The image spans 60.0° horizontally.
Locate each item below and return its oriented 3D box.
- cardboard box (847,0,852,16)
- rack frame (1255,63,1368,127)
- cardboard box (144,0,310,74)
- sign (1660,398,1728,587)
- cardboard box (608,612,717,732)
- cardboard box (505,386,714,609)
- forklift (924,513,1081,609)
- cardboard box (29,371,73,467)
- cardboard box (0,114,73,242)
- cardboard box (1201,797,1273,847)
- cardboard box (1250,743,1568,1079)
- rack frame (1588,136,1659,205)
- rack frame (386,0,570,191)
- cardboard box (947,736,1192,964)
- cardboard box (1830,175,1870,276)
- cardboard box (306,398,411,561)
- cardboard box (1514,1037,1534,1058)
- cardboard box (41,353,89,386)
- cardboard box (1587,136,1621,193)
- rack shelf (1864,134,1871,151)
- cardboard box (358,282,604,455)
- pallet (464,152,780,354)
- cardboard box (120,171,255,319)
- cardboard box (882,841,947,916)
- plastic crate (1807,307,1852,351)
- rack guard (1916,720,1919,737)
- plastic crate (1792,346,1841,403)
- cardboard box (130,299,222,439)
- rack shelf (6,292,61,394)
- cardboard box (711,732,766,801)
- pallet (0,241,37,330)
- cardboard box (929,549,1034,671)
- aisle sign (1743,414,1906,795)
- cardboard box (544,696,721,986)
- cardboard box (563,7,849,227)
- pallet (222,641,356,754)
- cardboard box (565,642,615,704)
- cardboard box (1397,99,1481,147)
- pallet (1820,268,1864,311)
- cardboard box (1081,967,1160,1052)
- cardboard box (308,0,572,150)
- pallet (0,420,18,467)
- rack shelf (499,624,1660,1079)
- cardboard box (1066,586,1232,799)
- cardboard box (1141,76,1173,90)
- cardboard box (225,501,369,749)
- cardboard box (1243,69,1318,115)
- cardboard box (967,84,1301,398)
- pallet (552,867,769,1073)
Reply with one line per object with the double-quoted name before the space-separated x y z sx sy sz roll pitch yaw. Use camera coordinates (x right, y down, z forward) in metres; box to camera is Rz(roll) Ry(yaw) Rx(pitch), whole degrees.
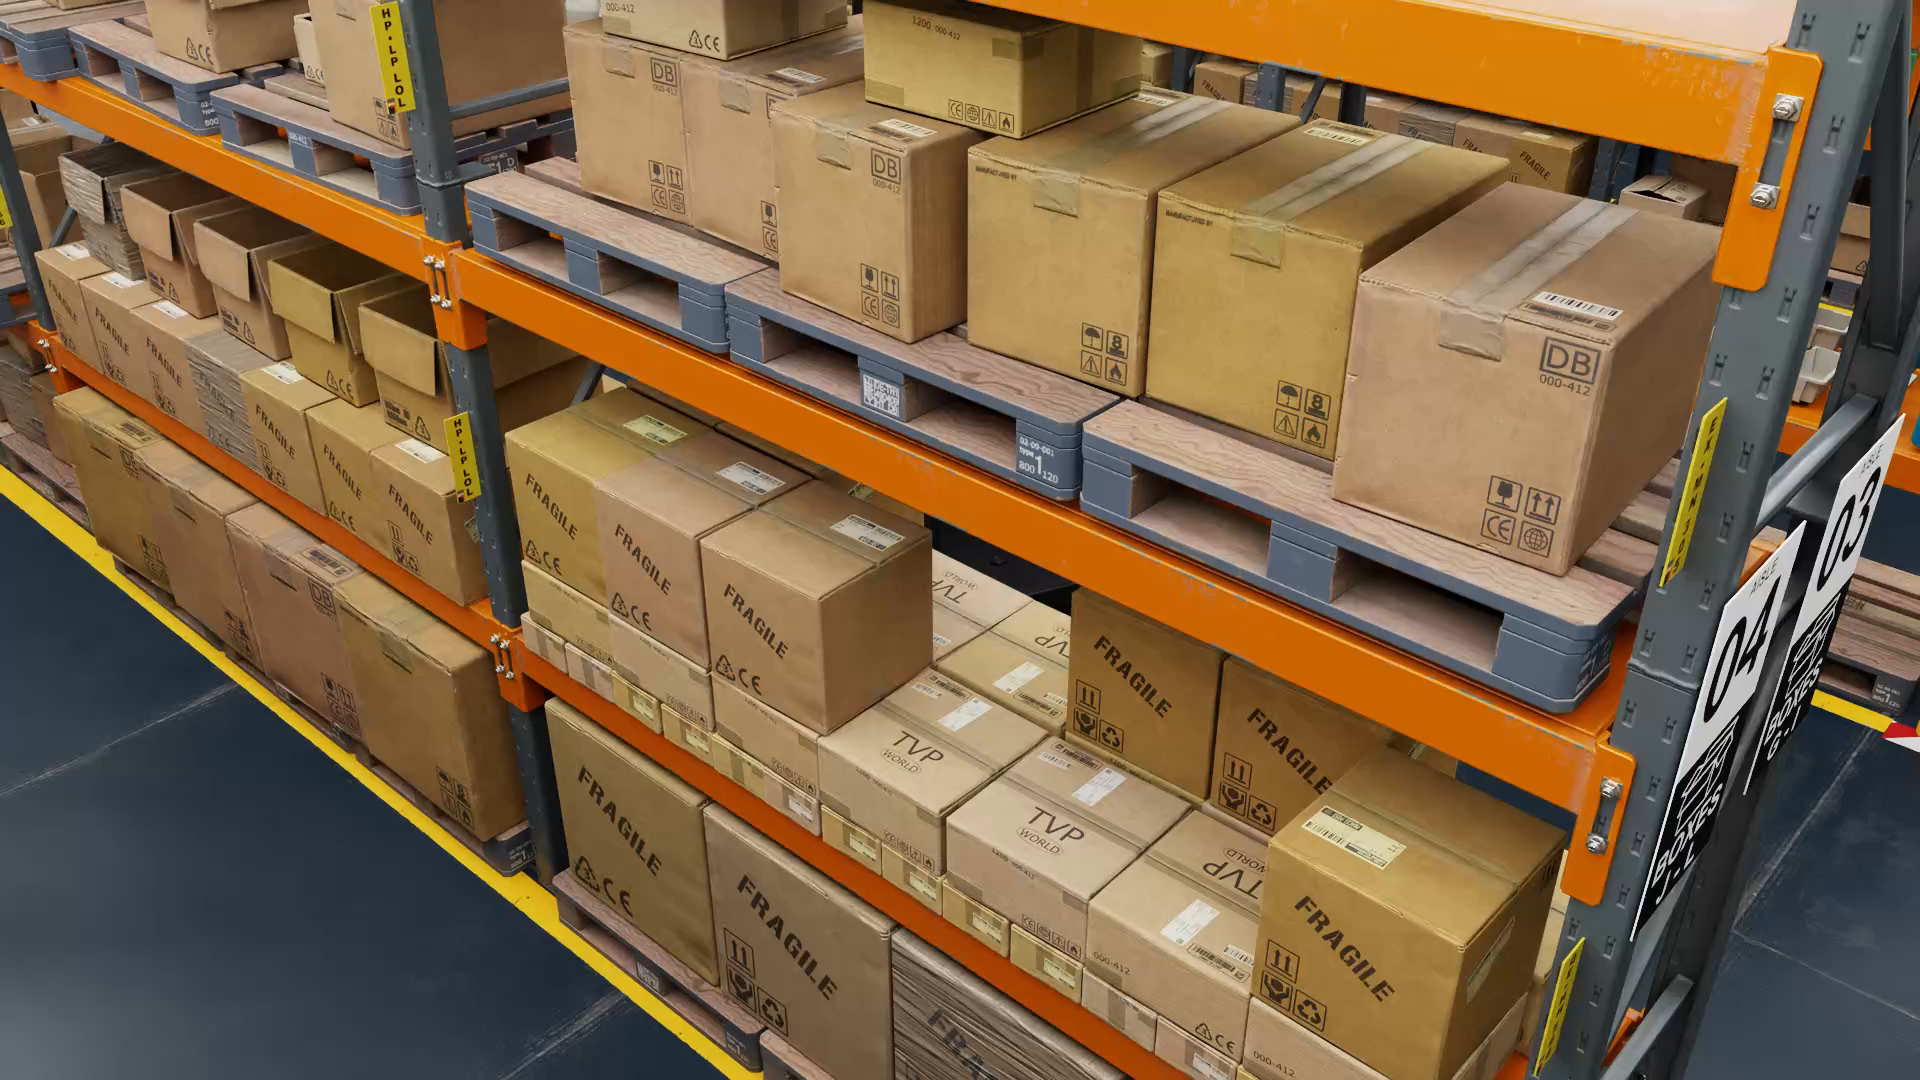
"cardboard box" -1.137 -5.668 18.016 0.500 0.250 0.500 25 39 35
"rack frame" 1.959 -1.928 9.544 0.127 3.000 1.000 25 39 35
"cardboard box" -2.802 -2.228 6.628 0.637 0.503 0.797 24 39 34
"sign" 1.226 -0.077 2.780 0.005 0.325 0.100 25 39 35
"cardboard box" -0.827 0.340 5.634 0.500 0.250 0.500 25 39 35
"cardboard box" -1.181 -0.155 5.728 0.500 0.500 0.500 25 39 35
"forklift" 0.233 -0.926 7.947 1.130 2.935 3.031 -12 33 -20
"cardboard box" -4.841 -0.760 9.601 0.500 0.500 0.700 23 38 33
"cardboard box" -5.239 -1.967 9.105 0.700 0.500 0.500 -23 38 -33
"cardboard box" 1.036 0.841 4.802 0.500 0.250 0.500 24 39 35
"cardboard box" 1.063 0.898 3.980 0.500 0.500 0.500 26 39 36
"rack frame" 5.285 -3.820 12.688 0.127 3.000 1.000 25 39 35
"rack frame" -1.365 -2.604 4.850 0.127 3.000 1.000 25 39 35
"cardboard box" 0.310 0.869 4.754 0.500 0.250 0.500 24 38 34
"cardboard box" 6.682 -2.291 12.142 0.637 0.503 0.797 25 39 35
"cardboard box" -2.257 -0.308 6.756 0.500 0.500 0.500 26 40 36
"cardboard box" 1.559 1.209 4.576 0.250 0.149 0.380 26 39 36
"cardboard box" -4.847 -1.077 9.401 0.500 0.250 0.500 27 40 37
"cardboard box" 5.090 -3.199 13.652 0.500 0.500 0.500 23 38 33
"rack shelf" 6.768 -2.820 11.724 4.000 0.370 1.077 25 39 35
"cardboard box" -1.844 -0.724 6.475 0.637 0.503 0.797 24 38 34
"pallet" -0.765 -0.994 5.170 1.213 0.211 1.003 25 39 35
"cardboard box" -3.318 -1.405 7.606 0.637 0.503 0.797 26 40 36
"cardboard box" -0.017 0.932 5.037 0.250 0.149 0.380 26 40 36
"plastic crate" 4.277 -1.045 8.275 0.298 0.136 0.250 25 39 35
"rack guard" 4.951 0.531 7.883 0.348 0.500 1.175 25 39 35
"plastic crate" 3.993 -0.775 7.826 0.243 0.136 0.396 25 39 35
"cardboard box" -3.387 -0.835 7.632 0.500 0.500 0.500 24 39 34
"rack shelf" -5.813 -1.802 10.032 4.000 0.370 1.077 25 39 35
"cardboard box" -0.592 0.664 5.482 0.250 0.149 0.380 24 39 34
"pallet" -4.930 -1.542 9.089 1.003 0.211 1.213 25 39 35
"cardboard box" -0.098 0.310 5.683 0.500 0.250 0.500 26 40 36
"aisle sign" 1.856 0.147 3.577 0.004 0.787 0.394 25 39 35
"cardboard box" -0.929 0.956 6.407 0.875 0.875 0.875 25 39 35
"cardboard box" -0.744 -1.336 5.052 0.500 0.500 0.700 22 38 32
"pallet" -2.896 0.501 8.214 1.213 0.211 1.003 25 39 35
"cardboard box" -1.174 0.394 5.930 0.250 0.149 0.380 24 38 34
"cardboard box" 3.995 -3.347 13.899 0.500 0.500 0.500 26 39 36
"pallet" 6.703 -1.965 12.310 1.213 0.211 1.003 25 39 35
"cardboard box" 0.551 1.197 4.596 0.250 0.149 0.380 26 40 36
"cardboard box" -1.802 -1.738 5.817 0.500 0.500 0.700 26 40 36
"pallet" -5.809 -0.917 10.568 1.213 0.211 1.003 25 39 35
"rack shelf" 0.118 0.967 5.433 4.000 0.370 1.077 25 39 35
"cardboard box" 0.667 0.347 4.895 0.500 0.500 0.500 24 38 34
"cardboard box" 1.766 -4.296 15.736 0.500 0.250 0.500 26 40 36
"cardboard box" -2.516 0.174 7.706 0.875 0.875 1.225 24 38 34
"cardboard box" 2.857 -3.877 14.778 0.500 0.500 0.500 23 38 33
"cardboard box" 0.427 -0.761 4.096 0.500 0.500 0.700 22 37 32
"pallet" -0.854 1.454 6.630 1.213 0.211 1.003 25 39 35
